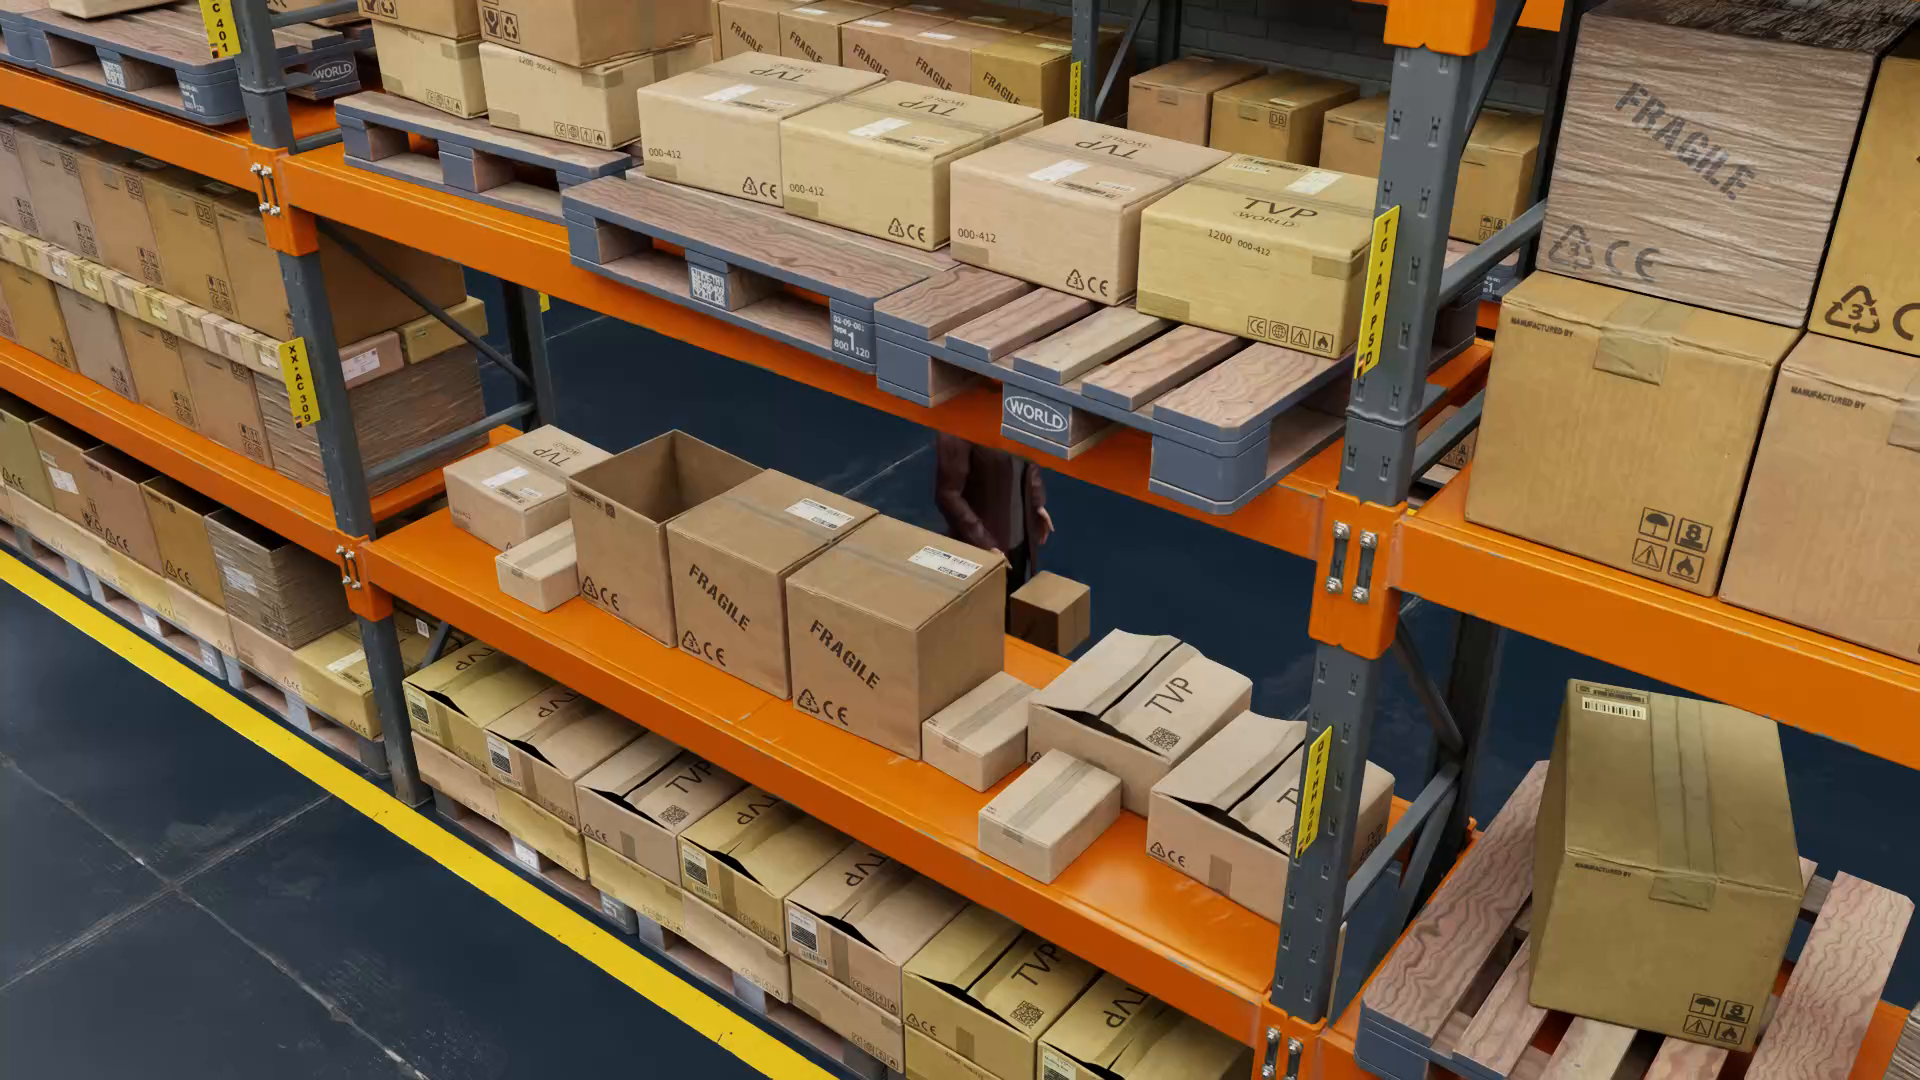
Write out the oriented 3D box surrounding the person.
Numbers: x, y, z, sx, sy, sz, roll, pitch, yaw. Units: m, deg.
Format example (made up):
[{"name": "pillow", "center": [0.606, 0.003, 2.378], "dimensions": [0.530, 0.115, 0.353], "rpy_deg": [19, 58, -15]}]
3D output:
[{"name": "person", "center": [0.147, -0.012, 7.160], "dimensions": [0.438, 1.777, 0.661], "rpy_deg": [21, 36, 31]}]
